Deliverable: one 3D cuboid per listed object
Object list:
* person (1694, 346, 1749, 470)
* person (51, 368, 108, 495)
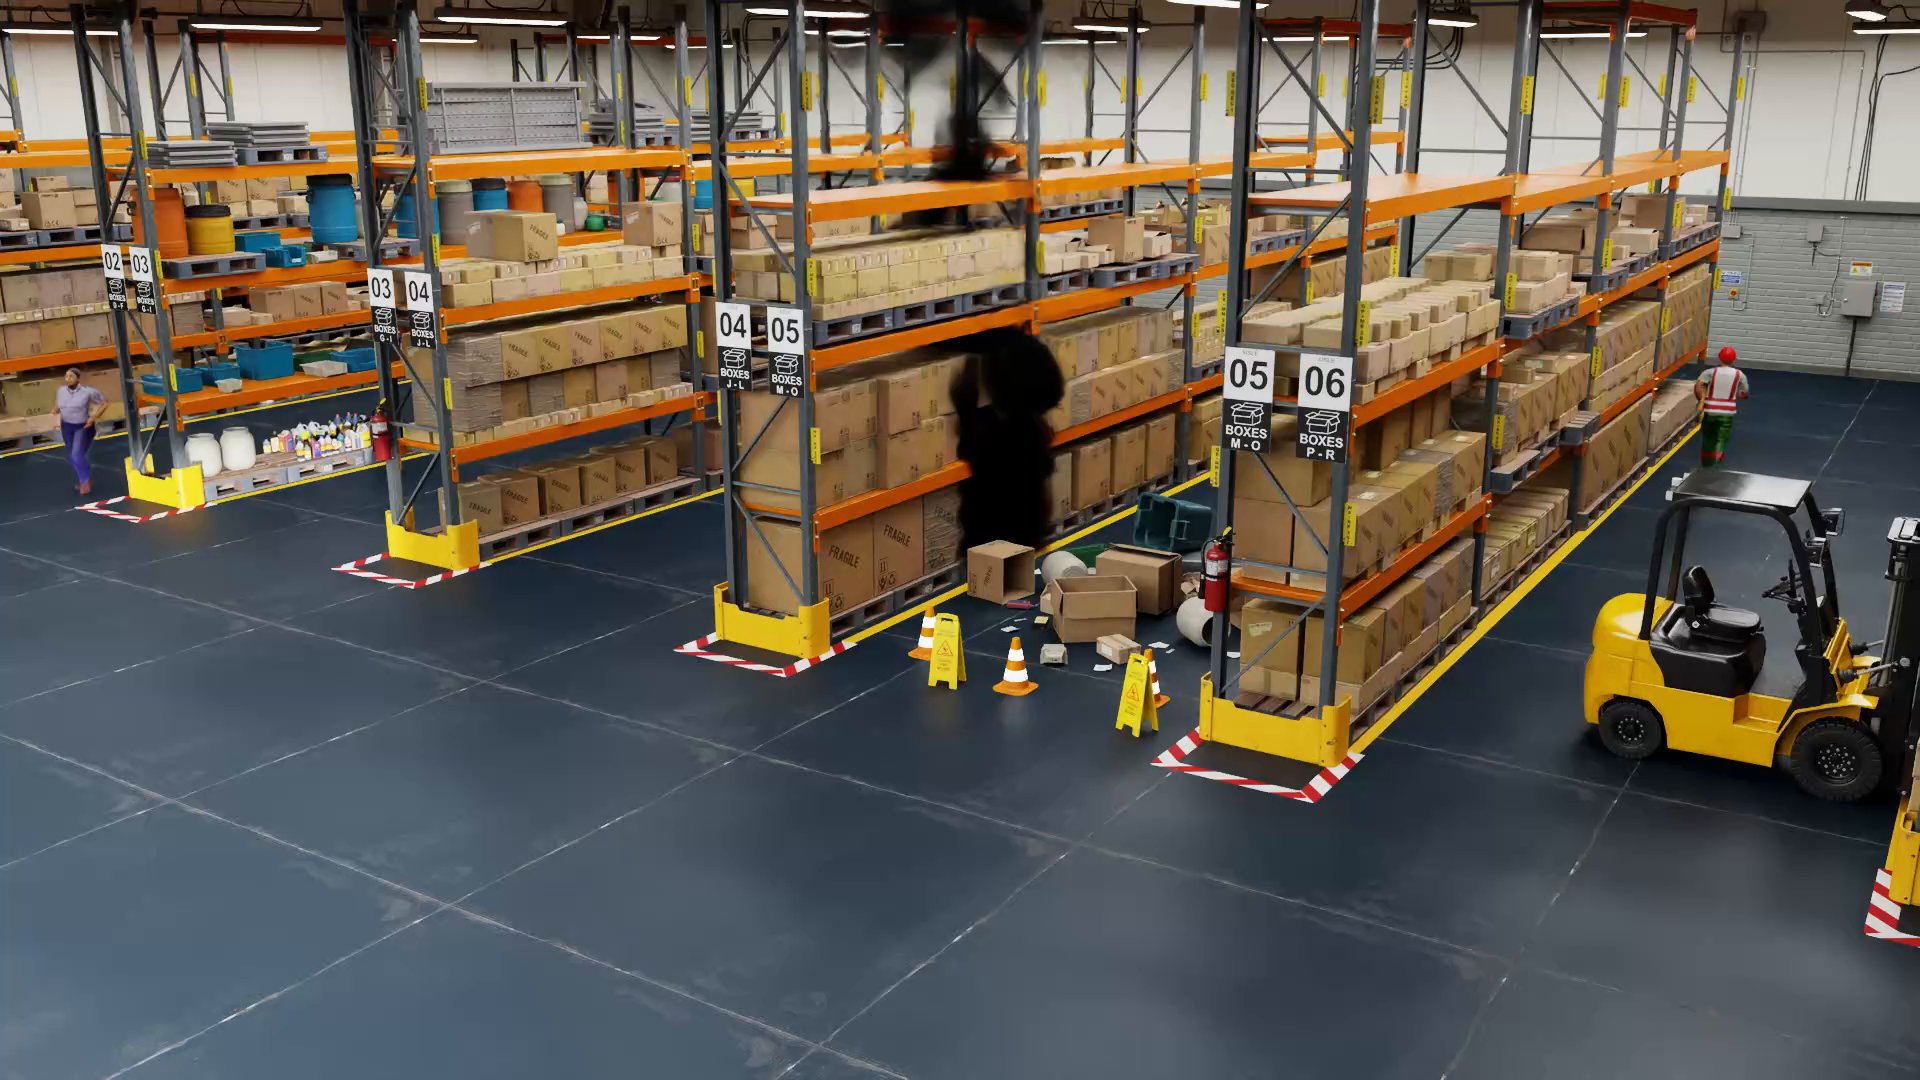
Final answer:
[{"bbox_3d":[9.857,-1.599,21.593,0.642,1.833,0.893,9,18,28],"label":"person"},{"bbox_3d":[-11.206,-1.365,21.162,0.607,1.658,0.663,2,16,8],"label":"person"}]
